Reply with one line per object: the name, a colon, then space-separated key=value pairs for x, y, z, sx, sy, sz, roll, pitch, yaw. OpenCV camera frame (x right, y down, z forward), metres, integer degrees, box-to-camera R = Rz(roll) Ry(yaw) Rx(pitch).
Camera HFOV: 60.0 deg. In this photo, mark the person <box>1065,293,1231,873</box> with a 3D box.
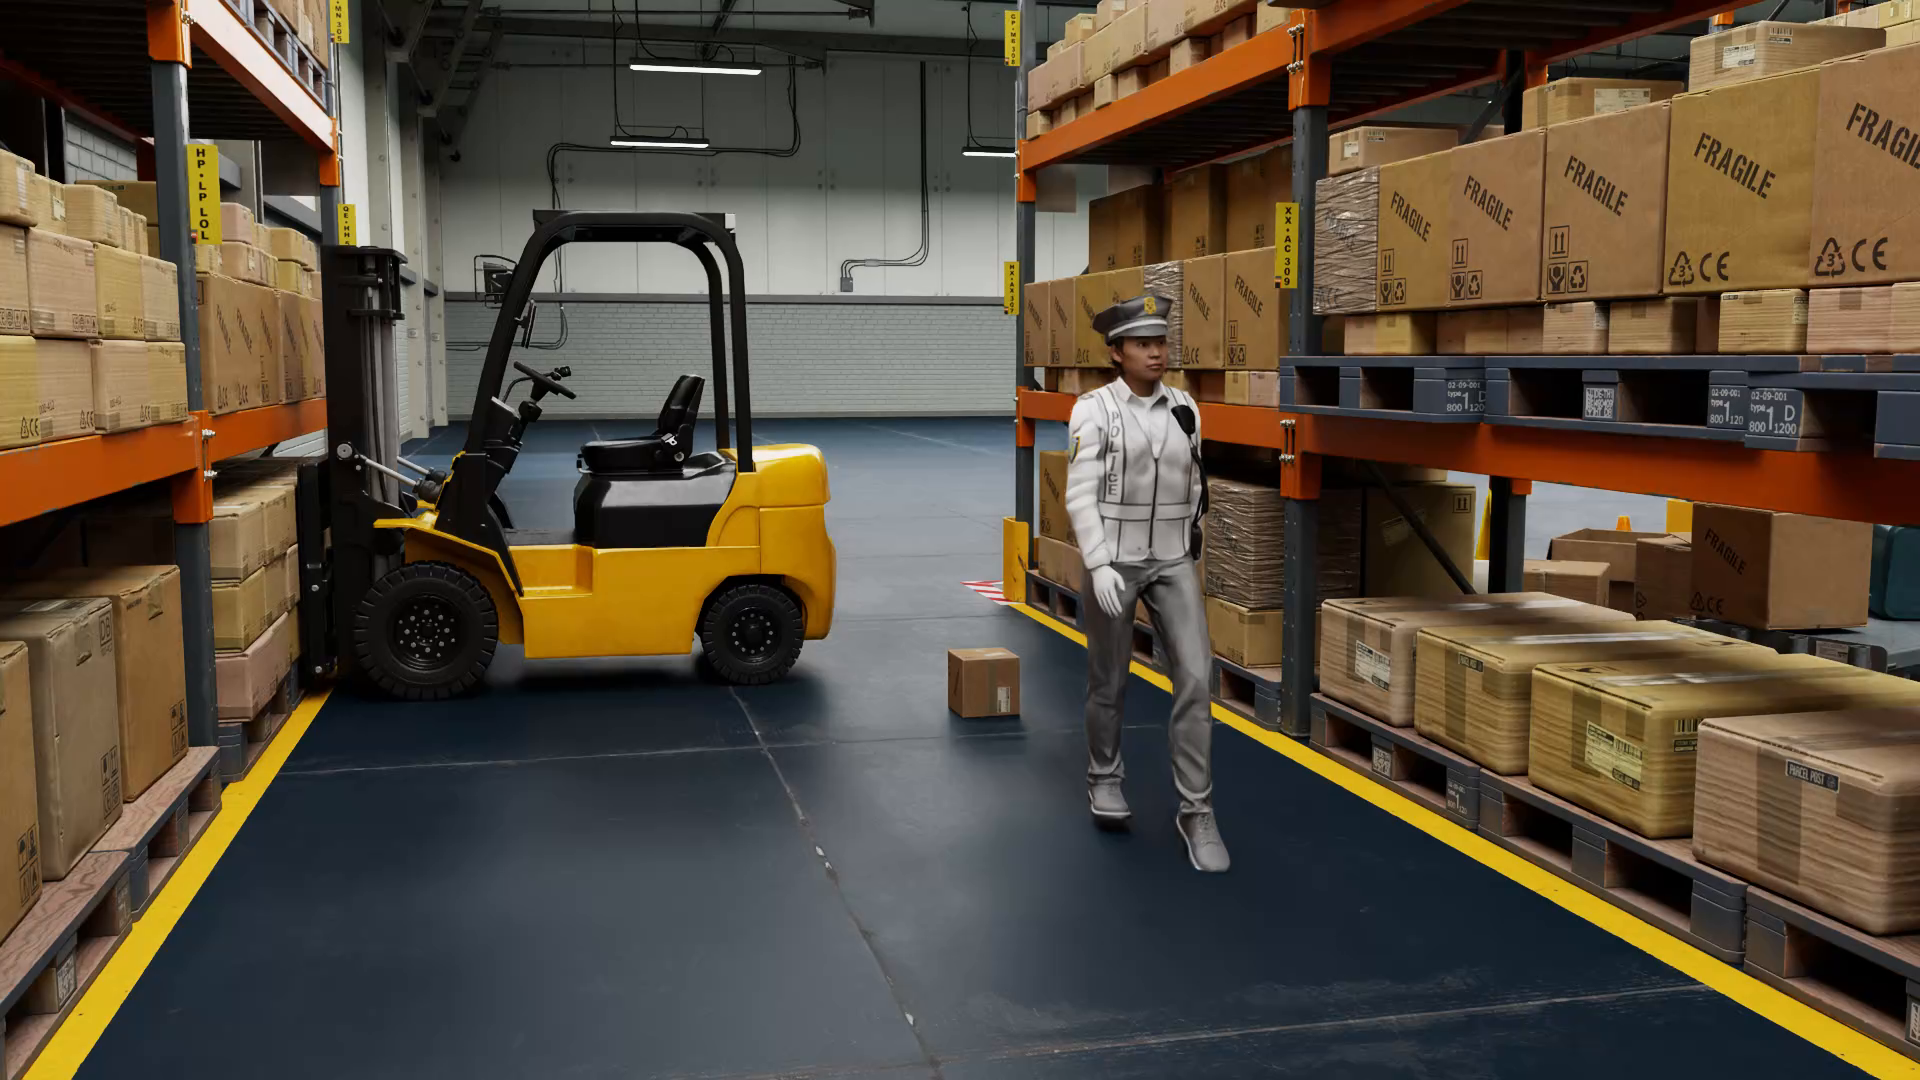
person: x=0.564 y=0.112 z=5.112 sx=0.500 sy=1.722 sz=0.724 roll=-1 pitch=6 yaw=-13
